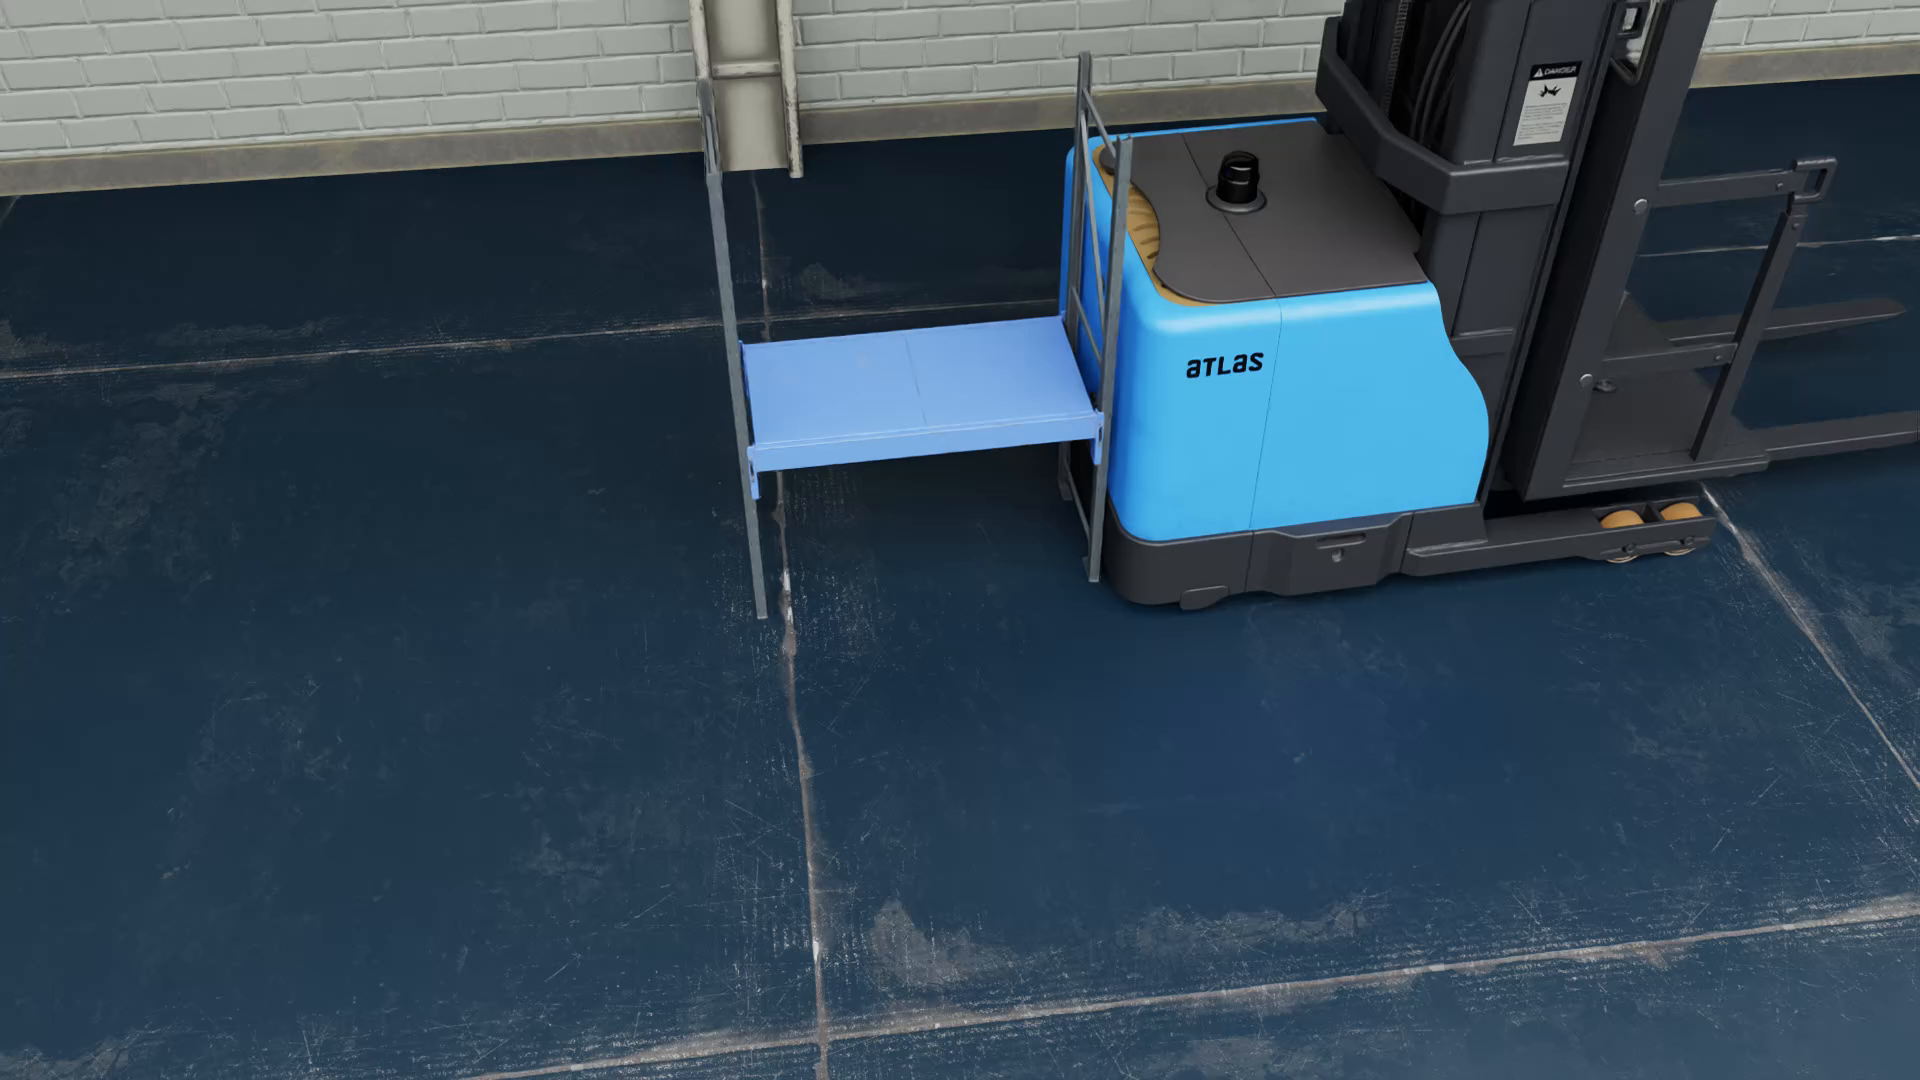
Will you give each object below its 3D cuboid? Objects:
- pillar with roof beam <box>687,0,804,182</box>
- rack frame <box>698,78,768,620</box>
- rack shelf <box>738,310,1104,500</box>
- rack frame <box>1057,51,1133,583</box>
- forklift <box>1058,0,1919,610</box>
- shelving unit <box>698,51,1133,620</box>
[{"bbox_3d":[-0.309,-2.079,0.836,0.400,9.000,9.100,-5,42,-6],"label":"pillar with roof beam"},{"bbox_3d":[-0.631,-0.484,4.666,0.032,1.500,0.500,-6,42,-7],"label":"rack frame"},{"bbox_3d":[-0.129,-0.404,4.846,1.000,0.185,0.538,-6,42,-7],"label":"rack shelf"},{"bbox_3d":[0.373,-0.591,4.785,0.032,1.500,0.500,-6,42,-7],"label":"rack frame"},{"bbox_3d":[1.871,-1.360,4.569,3.031,2.935,1.130,-7,43,-8],"label":"forklift"},{"bbox_3d":[-0.129,-0.537,4.726,1.048,1.500,0.538,-6,42,-7],"label":"shelving unit"}]
